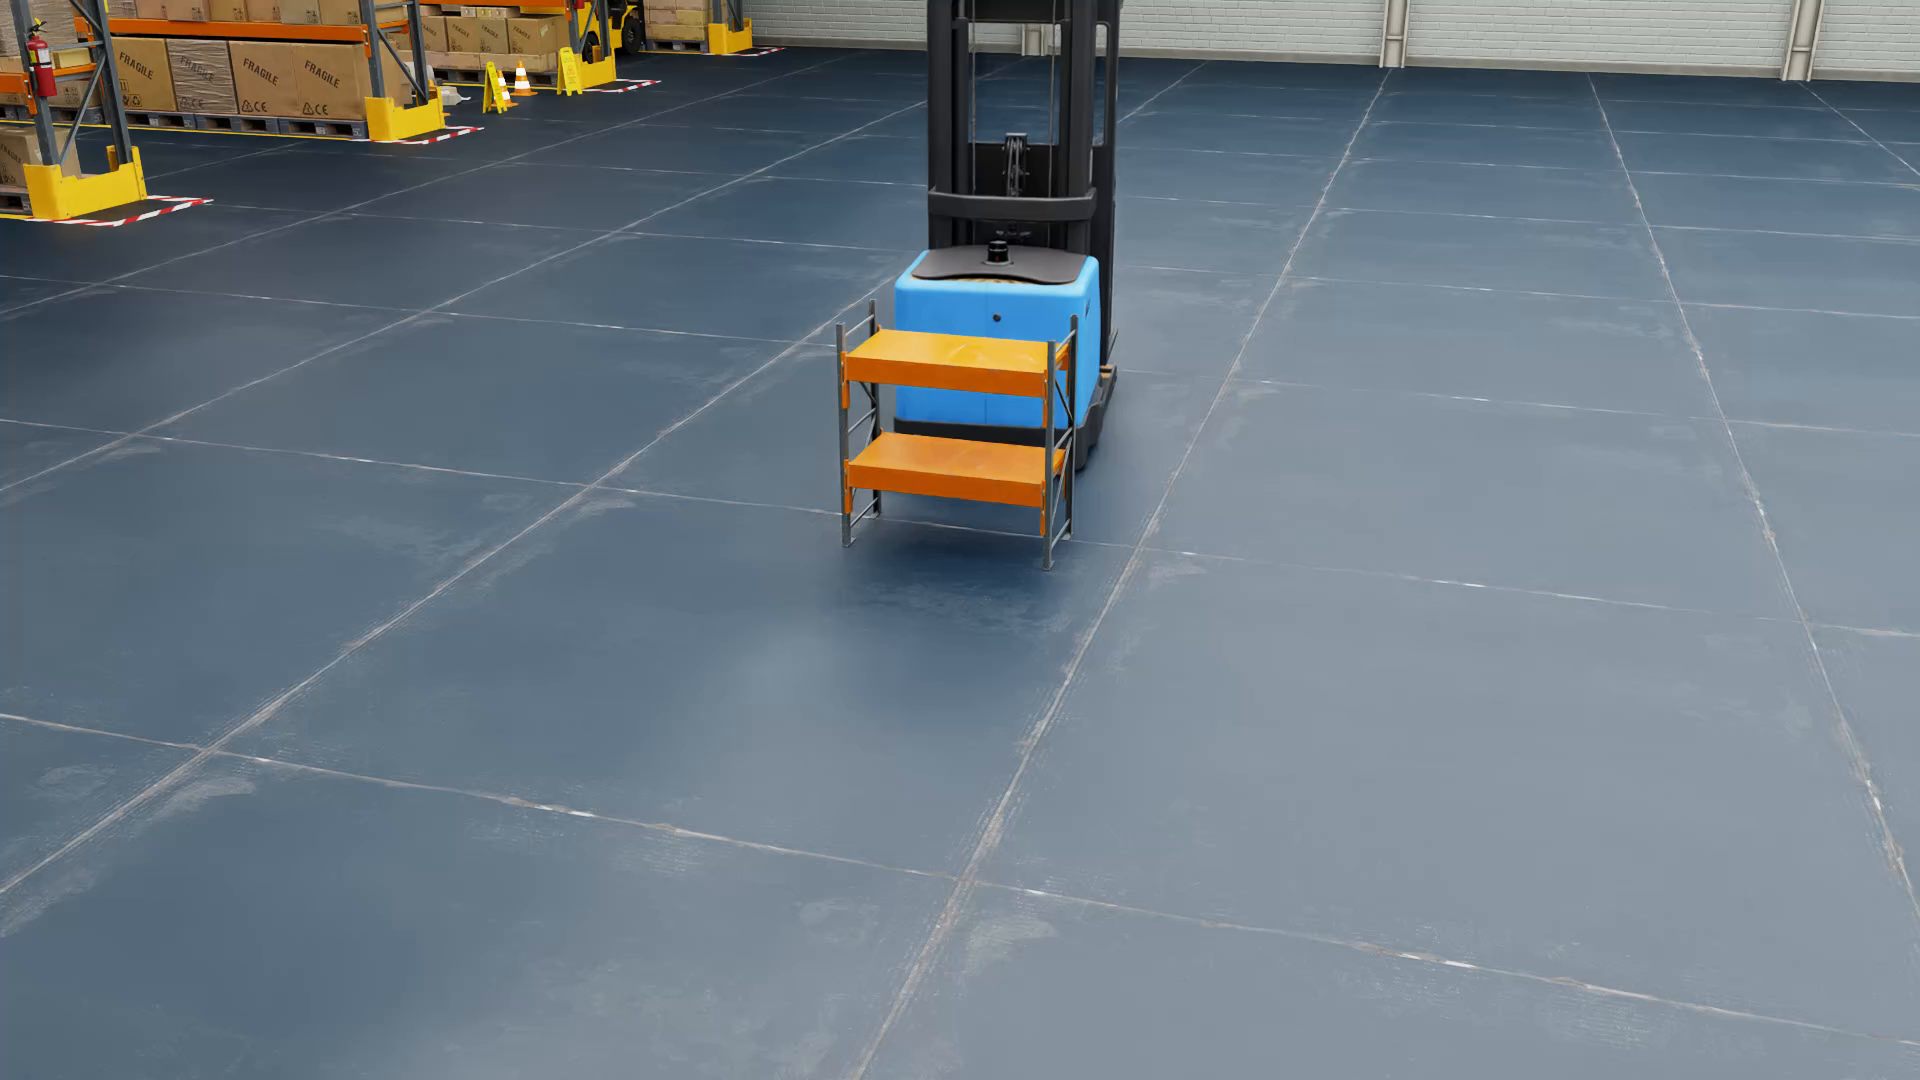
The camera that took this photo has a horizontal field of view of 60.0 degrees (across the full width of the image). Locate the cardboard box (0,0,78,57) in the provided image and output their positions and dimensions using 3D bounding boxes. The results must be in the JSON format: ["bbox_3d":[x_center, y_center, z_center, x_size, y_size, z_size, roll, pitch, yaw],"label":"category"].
[{"bbox_3d":[-8.862,-4.856,15.632,0.500,0.500,0.875,7,23,16],"label":"cardboard box"}]

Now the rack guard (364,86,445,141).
[{"bbox_3d":[-6.791,-5.234,20.370,0.348,0.500,1.175,7,23,16],"label":"rack guard"}]

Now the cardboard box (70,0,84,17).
[{"bbox_3d":[-11.220,-6.838,20.855,0.500,0.500,0.500,6,23,15],"label":"cardboard box"}]

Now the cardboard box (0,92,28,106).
[{"bbox_3d":[-12.186,-6.127,21.666,0.750,0.750,1.050,7,23,15],"label":"cardboard box"}]

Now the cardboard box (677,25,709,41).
[{"bbox_3d":[-4.591,-8.865,28.999,0.500,0.250,0.500,7,23,16],"label":"cardboard box"}]

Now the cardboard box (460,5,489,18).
[{"bbox_3d":[-7.185,-7.839,24.654,0.250,0.149,0.380,8,23,18],"label":"cardboard box"}]

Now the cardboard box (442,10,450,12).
[{"bbox_3d":[-8.179,-7.888,25.628,0.500,0.500,0.500,7,23,16],"label":"cardboard box"}]

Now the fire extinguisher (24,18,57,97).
[{"bbox_3d":[-8.367,-4.386,15.112,0.183,0.674,0.296,7,23,16],"label":"fire extinguisher"}]

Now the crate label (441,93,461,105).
[{"bbox_3d":[-7.030,-6.079,22.911,0.298,0.136,0.250,-5,23,-12],"label":"crate label"}]

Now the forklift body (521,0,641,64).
[{"bbox_3d":[-6.393,-9.159,27.763,1.214,2.155,2.313,7,23,16],"label":"forklift body"}]

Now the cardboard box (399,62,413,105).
[{"bbox_3d":[-7.893,-6.320,23.015,0.637,0.503,0.797,-9,24,-21],"label":"cardboard box"}]

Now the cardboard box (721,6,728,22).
[{"bbox_3d":[-4.440,-9.287,29.368,0.500,0.250,0.500,7,23,16],"label":"cardboard box"}]

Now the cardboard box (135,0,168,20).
[{"bbox_3d":[-9.753,-6.813,20.728,0.550,0.550,0.875,7,23,16],"label":"cardboard box"}]

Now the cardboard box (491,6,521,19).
[{"bbox_3d":[-6.694,-7.781,24.512,0.250,0.149,0.380,7,23,17],"label":"cardboard box"}]

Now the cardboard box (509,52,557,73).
[{"bbox_3d":[-6.355,-7.118,24.740,0.500,0.250,0.500,6,23,15],"label":"cardboard box"}]

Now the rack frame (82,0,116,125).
[{"bbox_3d":[-10.643,-6.831,20.971,0.127,3.000,1.000,7,23,16],"label":"rack frame"}]

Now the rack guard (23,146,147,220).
[{"bbox_3d":[-8.416,-3.454,16.031,0.348,0.500,1.175,7,23,16],"label":"rack guard"}]

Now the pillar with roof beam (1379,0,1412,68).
[{"bbox_3d":[5.788,-10.306,21.537,0.400,9.000,9.100,7,23,16],"label":"pillar with roof beam"}]

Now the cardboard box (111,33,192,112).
[{"bbox_3d":[-10.061,-5.948,21.065,0.875,0.875,0.875,7,23,16],"label":"cardboard box"}]

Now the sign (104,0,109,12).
[{"bbox_3d":[-8.186,-5.199,15.852,0.005,0.325,0.100,7,23,16],"label":"sign"}]

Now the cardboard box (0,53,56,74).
[{"bbox_3d":[-8.676,-4.442,15.477,0.250,0.149,0.380,7,23,16],"label":"cardboard box"}]

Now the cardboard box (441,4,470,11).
[{"bbox_3d":[-9.123,-9.681,30.495,0.625,0.625,0.875,6,23,15],"label":"cardboard box"}]

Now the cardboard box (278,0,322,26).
[{"bbox_3d":[-7.715,-6.539,20.061,0.550,0.550,0.875,7,23,16],"label":"cardboard box"}]

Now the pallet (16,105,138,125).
[{"bbox_3d":[-11.404,-5.598,21.640,1.213,0.211,1.003,7,23,16],"label":"pallet"}]

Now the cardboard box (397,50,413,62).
[{"bbox_3d":[-8.309,-7.346,25.296,0.500,0.250,0.500,8,24,19],"label":"cardboard box"}]

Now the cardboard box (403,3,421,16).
[{"bbox_3d":[-8.228,-7.956,24.941,0.250,0.149,0.380,7,23,18],"label":"cardboard box"}]

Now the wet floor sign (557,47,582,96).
[{"bbox_3d":[-5.608,-6.704,23.762,0.232,0.644,0.267,16,27,34],"label":"wet floor sign"}]

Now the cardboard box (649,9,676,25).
[{"bbox_3d":[-5.084,-9.158,29.056,0.500,0.250,0.500,6,23,15],"label":"cardboard box"}]

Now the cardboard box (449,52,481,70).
[{"bbox_3d":[-7.328,-7.230,25.014,0.500,0.250,0.500,6,23,14],"label":"cardboard box"}]

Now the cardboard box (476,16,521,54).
[{"bbox_3d":[-6.823,-7.521,24.733,0.500,0.500,0.500,7,23,17],"label":"cardboard box"}]

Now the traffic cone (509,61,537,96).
[{"bbox_3d":[-6.265,-6.607,23.768,0.334,0.463,0.336,7,23,16],"label":"traffic cone"}]

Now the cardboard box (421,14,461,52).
[{"bbox_3d":[-7.811,-7.635,25.013,0.500,0.500,0.500,8,24,18],"label":"cardboard box"}]

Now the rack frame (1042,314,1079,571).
[{"bbox_3d":[0.480,-0.465,7.922,0.032,1.125,0.500,7,23,16],"label":"rack frame"}]

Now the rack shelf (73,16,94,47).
[{"bbox_3d":[-12.558,-6.718,21.642,4.000,0.370,1.077,7,23,16],"label":"rack shelf"}]

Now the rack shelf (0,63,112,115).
[{"bbox_3d":[-10.258,-4.488,16.207,4.000,0.370,1.077,7,23,16],"label":"rack shelf"}]

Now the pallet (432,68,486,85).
[{"bbox_3d":[-7.485,-7.157,25.440,1.213,0.211,1.003,7,23,16],"label":"pallet"}]

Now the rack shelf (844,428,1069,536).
[{"bbox_3d":[-0.006,-0.295,8.151,1.000,0.278,0.538,7,23,16],"label":"rack shelf"}]

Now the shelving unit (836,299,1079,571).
[{"bbox_3d":[-0.006,-0.521,8.058,1.048,1.125,0.538,7,23,16],"label":"shelving unit"}]

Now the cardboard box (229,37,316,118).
[{"bbox_3d":[-8.325,-5.750,20.582,0.875,0.875,0.875,6,23,15],"label":"cardboard box"}]

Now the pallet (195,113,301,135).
[{"bbox_3d":[-8.766,-5.296,20.904,1.213,0.211,1.003,7,23,15],"label":"pallet"}]

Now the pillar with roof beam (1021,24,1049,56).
[{"bbox_3d":[0.044,-10.964,23.141,0.400,9.000,9.100,7,23,16],"label":"pillar with roof beam"}]

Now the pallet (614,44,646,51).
[{"bbox_3d":[-5.959,-8.919,29.736,1.213,0.211,1.003,7,23,15],"label":"pallet"}]

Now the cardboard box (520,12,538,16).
[{"bbox_3d":[-6.698,-7.719,25.216,0.500,0.500,0.500,6,23,14],"label":"cardboard box"}]

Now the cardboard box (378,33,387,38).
[{"bbox_3d":[-8.823,-7.747,25.286,0.500,0.500,0.500,8,24,18],"label":"cardboard box"}]

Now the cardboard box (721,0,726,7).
[{"bbox_3d":[-4.456,-9.512,29.260,0.500,0.250,0.500,6,23,15],"label":"cardboard box"}]

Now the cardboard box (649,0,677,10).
[{"bbox_3d":[-5.072,-9.382,28.942,0.500,0.250,0.500,7,23,16],"label":"cardboard box"}]

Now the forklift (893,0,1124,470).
[{"bbox_3d":[0.398,-2.253,9.901,1.130,2.935,3.031,4,23,9],"label":"forklift"}]

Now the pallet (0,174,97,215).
[{"bbox_3d":[-9.183,-3.422,16.334,1.213,0.211,1.003,7,23,16],"label":"pallet"}]

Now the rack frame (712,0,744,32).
[{"bbox_3d":[-4.050,-10.006,28.712,0.127,3.000,1.000,7,23,16],"label":"rack frame"}]

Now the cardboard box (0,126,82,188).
[{"bbox_3d":[-8.936,-3.714,16.113,0.500,0.500,0.500,11,25,25],"label":"cardboard box"}]

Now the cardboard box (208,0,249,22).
[{"bbox_3d":[-8.734,-6.689,20.427,0.500,0.550,0.875,7,23,16],"label":"cardboard box"}]

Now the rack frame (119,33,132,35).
[{"bbox_3d":[-13.139,-9.079,26.452,0.127,3.000,1.000,7,23,16],"label":"rack frame"}]

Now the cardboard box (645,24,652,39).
[{"bbox_3d":[-5.541,-8.981,29.282,0.500,0.250,0.500,7,23,16],"label":"cardboard box"}]
